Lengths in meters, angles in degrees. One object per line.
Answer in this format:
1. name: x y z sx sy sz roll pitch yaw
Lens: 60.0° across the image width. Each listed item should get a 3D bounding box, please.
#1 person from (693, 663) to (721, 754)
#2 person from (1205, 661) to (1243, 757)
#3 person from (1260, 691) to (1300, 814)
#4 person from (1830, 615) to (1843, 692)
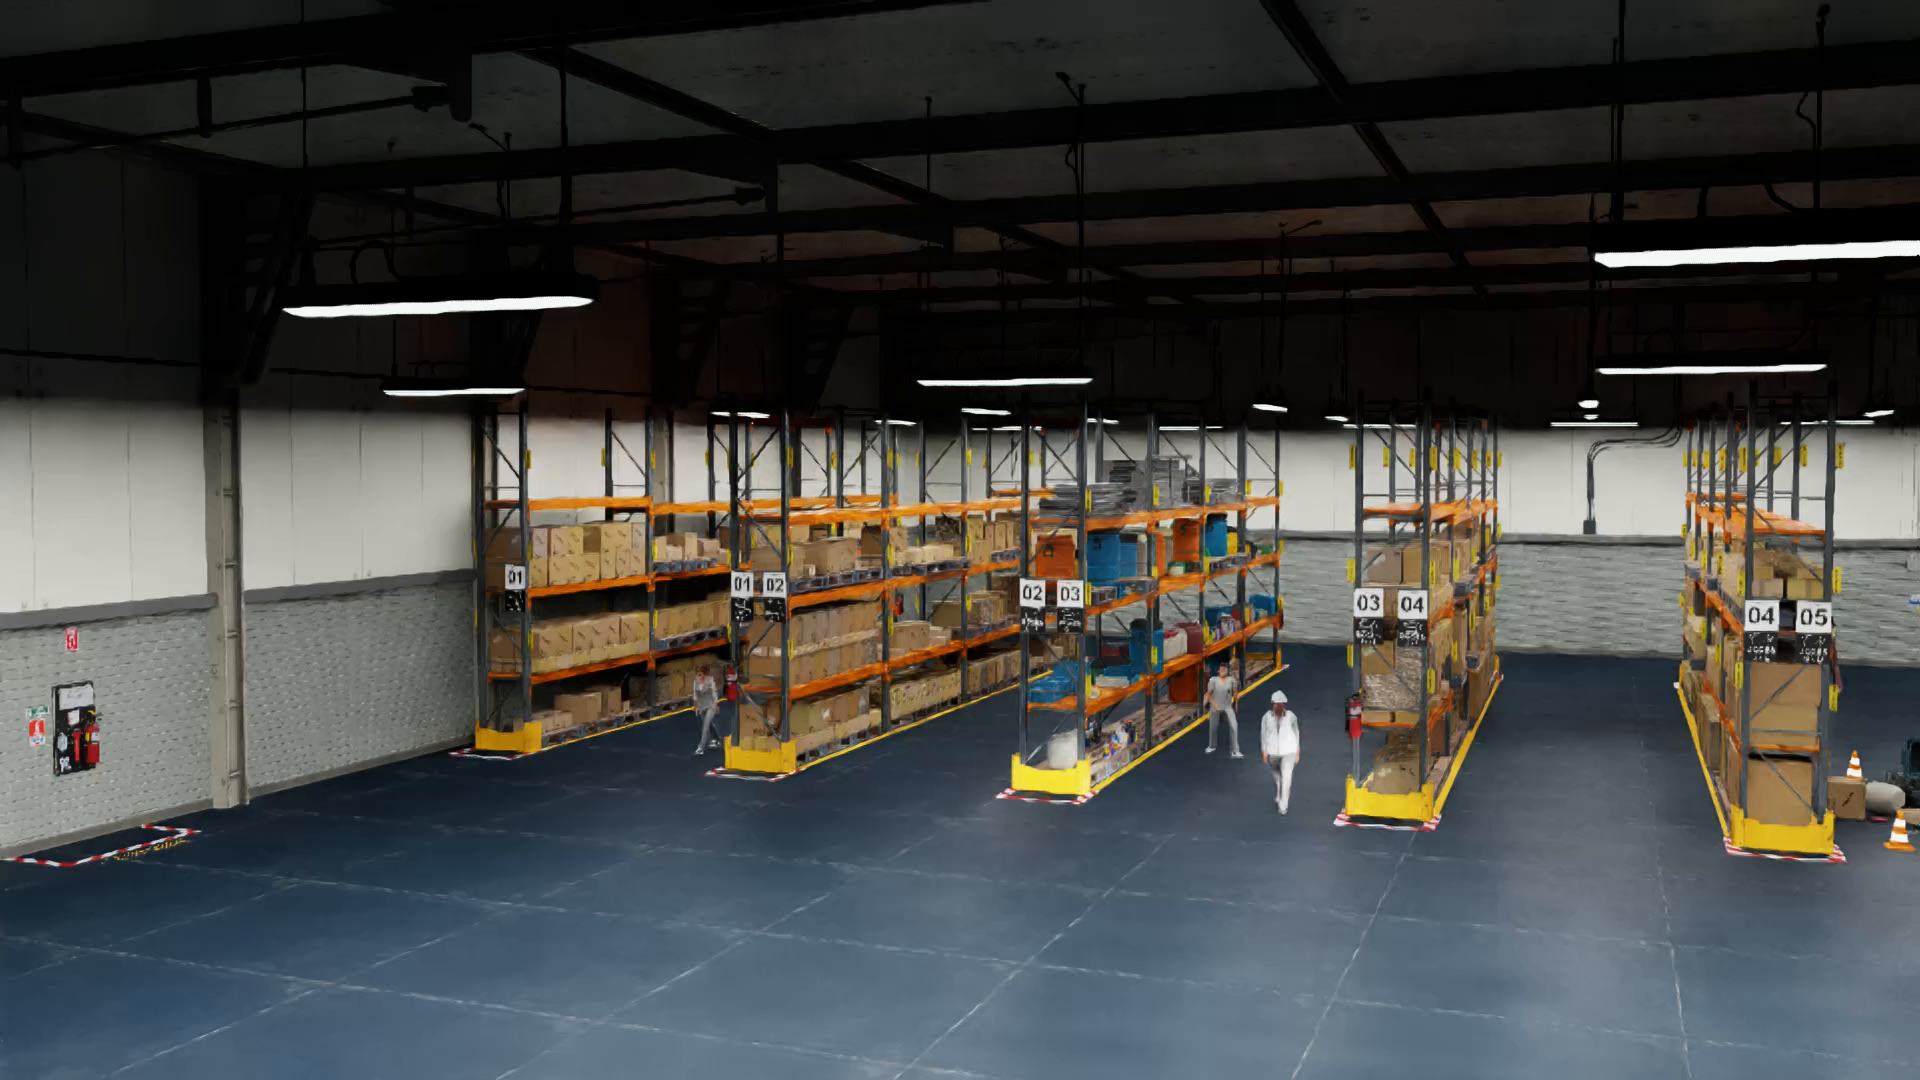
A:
1. person: -4.350 2.848 28.358 0.417 1.517 1.036 1 3 24
2. person: 4.435 2.827 28.005 0.609 1.604 0.814 0 3 4
3. person: 4.541 2.988 23.696 0.543 1.700 1.114 1 3 24
4. person: 18.638 2.427 35.758 0.618 1.666 0.576 0 3 5
